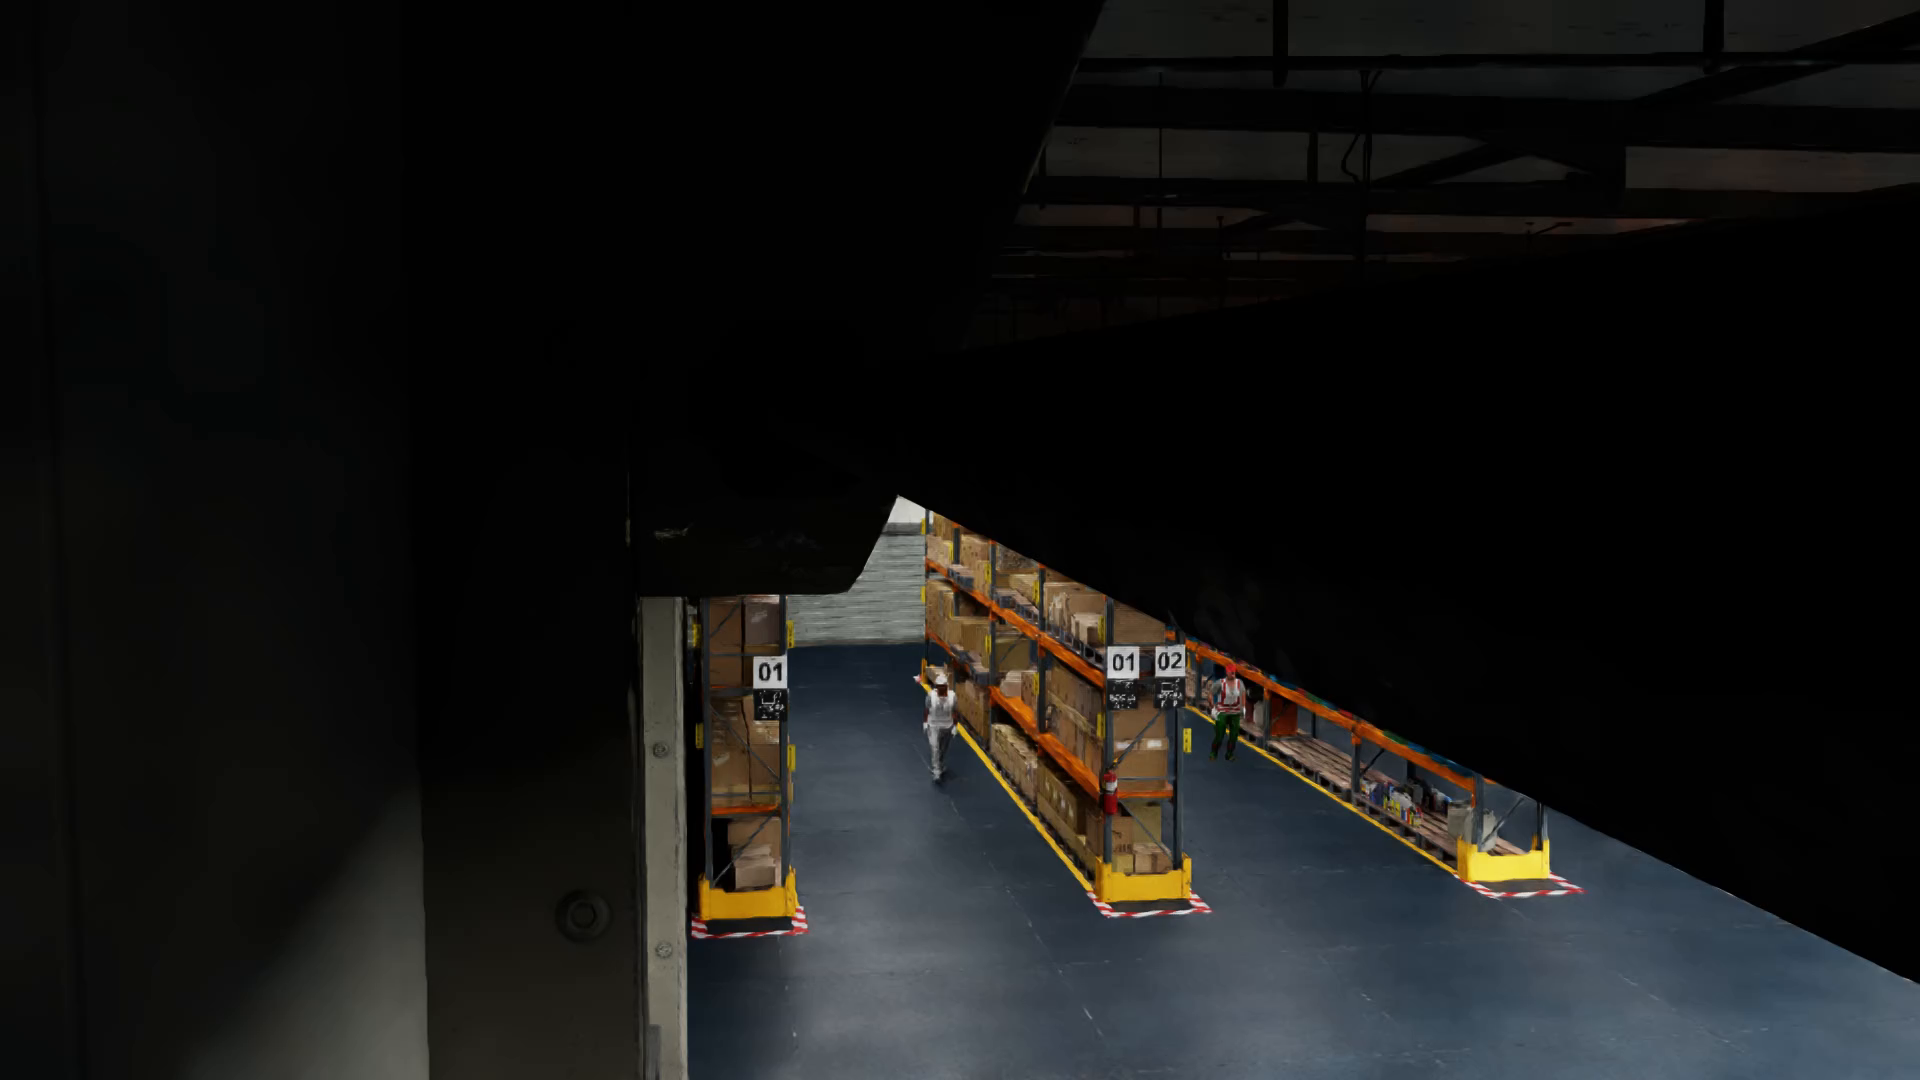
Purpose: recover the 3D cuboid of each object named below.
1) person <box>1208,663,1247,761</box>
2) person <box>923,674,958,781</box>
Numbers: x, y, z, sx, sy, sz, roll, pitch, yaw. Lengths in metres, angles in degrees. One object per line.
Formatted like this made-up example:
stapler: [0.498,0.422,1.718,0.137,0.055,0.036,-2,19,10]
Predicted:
person: [4.593,2.961,28.535,0.671,1.742,0.552,-1,5,-10]
person: [-0.297,3.051,27.393,0.564,1.705,1.111,-1,5,-11]
